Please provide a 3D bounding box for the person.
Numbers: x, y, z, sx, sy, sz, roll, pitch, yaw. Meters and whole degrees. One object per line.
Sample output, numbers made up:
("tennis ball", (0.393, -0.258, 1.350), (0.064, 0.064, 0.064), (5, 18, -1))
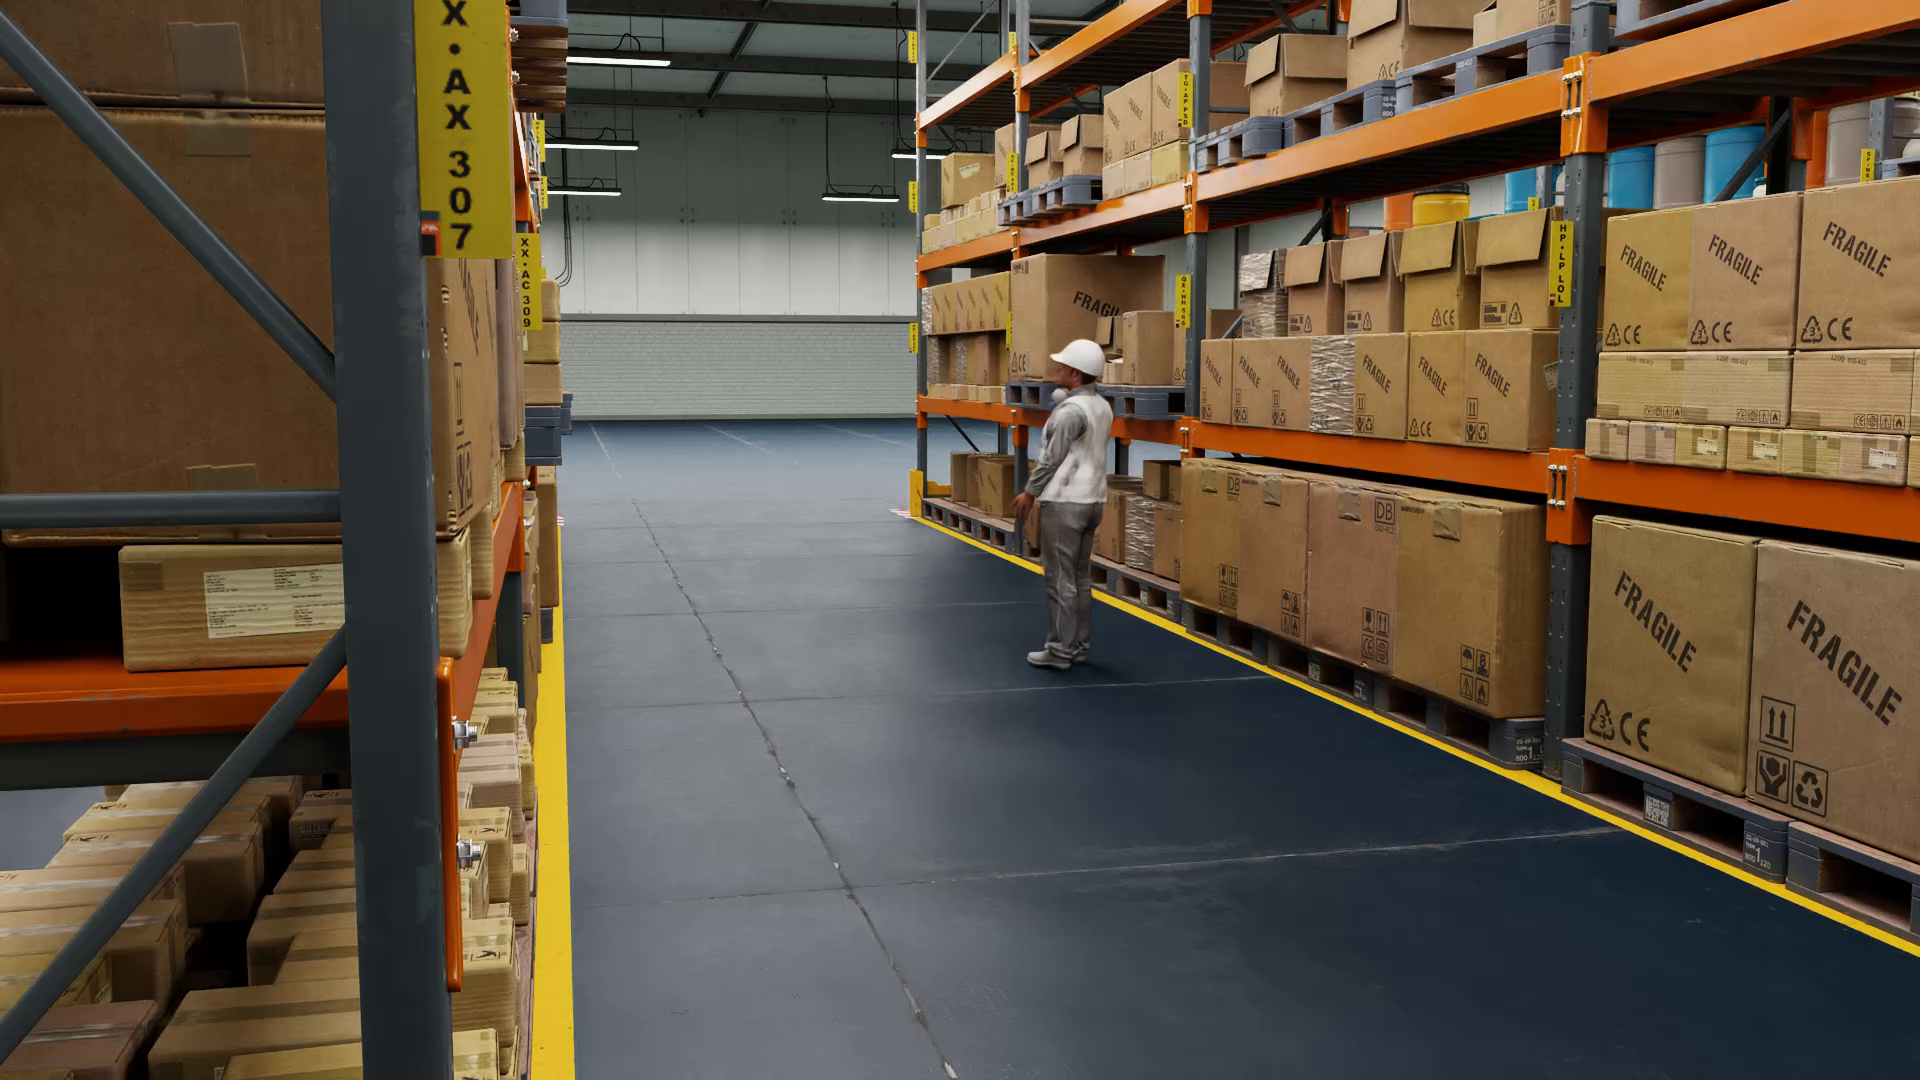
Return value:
("person", (0.565, -0.197, 9.068), (0.481, 1.782, 0.586), (3, 7, 26))
